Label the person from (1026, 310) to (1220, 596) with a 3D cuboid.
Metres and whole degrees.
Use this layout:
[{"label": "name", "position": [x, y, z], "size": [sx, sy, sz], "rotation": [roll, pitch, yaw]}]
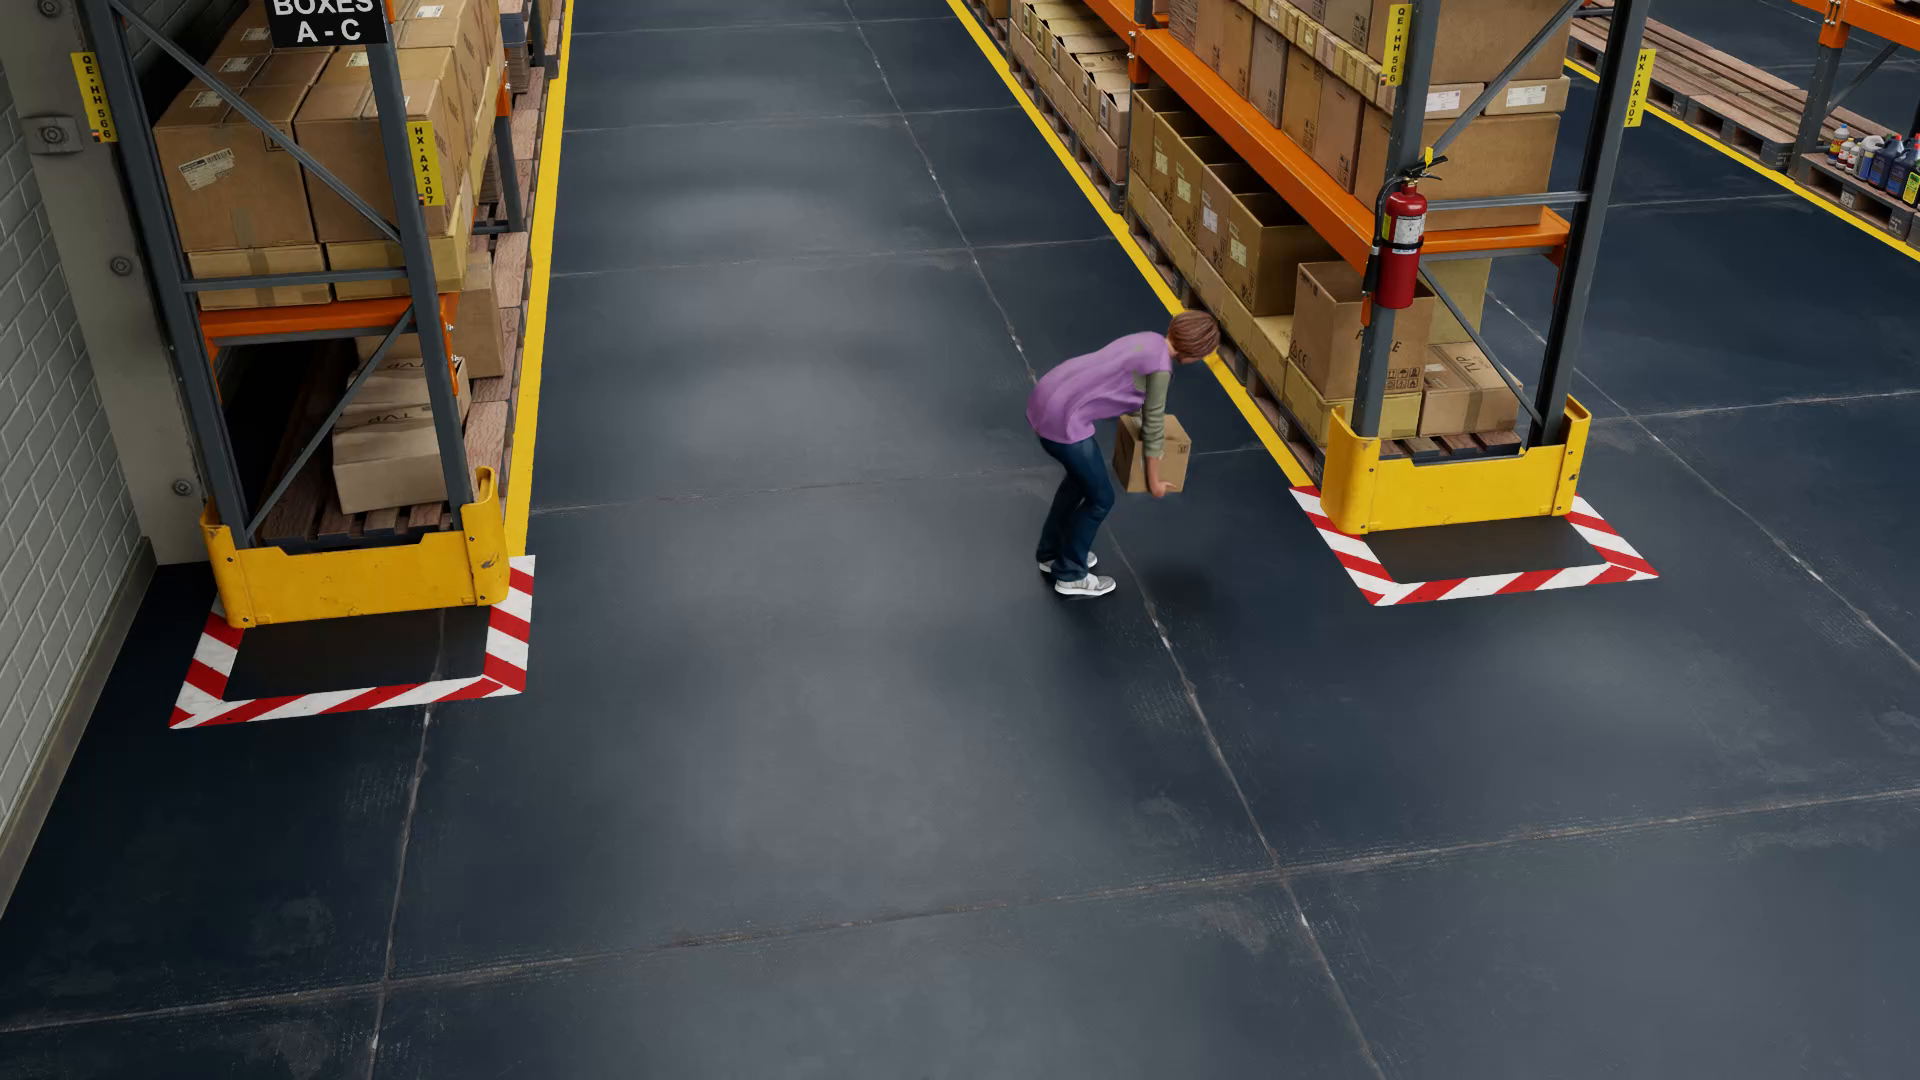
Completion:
[{"label": "person", "position": [0.681, -0.371, 7.100], "size": [0.810, 1.248, 0.378], "rotation": [-6, 32, -10]}]
